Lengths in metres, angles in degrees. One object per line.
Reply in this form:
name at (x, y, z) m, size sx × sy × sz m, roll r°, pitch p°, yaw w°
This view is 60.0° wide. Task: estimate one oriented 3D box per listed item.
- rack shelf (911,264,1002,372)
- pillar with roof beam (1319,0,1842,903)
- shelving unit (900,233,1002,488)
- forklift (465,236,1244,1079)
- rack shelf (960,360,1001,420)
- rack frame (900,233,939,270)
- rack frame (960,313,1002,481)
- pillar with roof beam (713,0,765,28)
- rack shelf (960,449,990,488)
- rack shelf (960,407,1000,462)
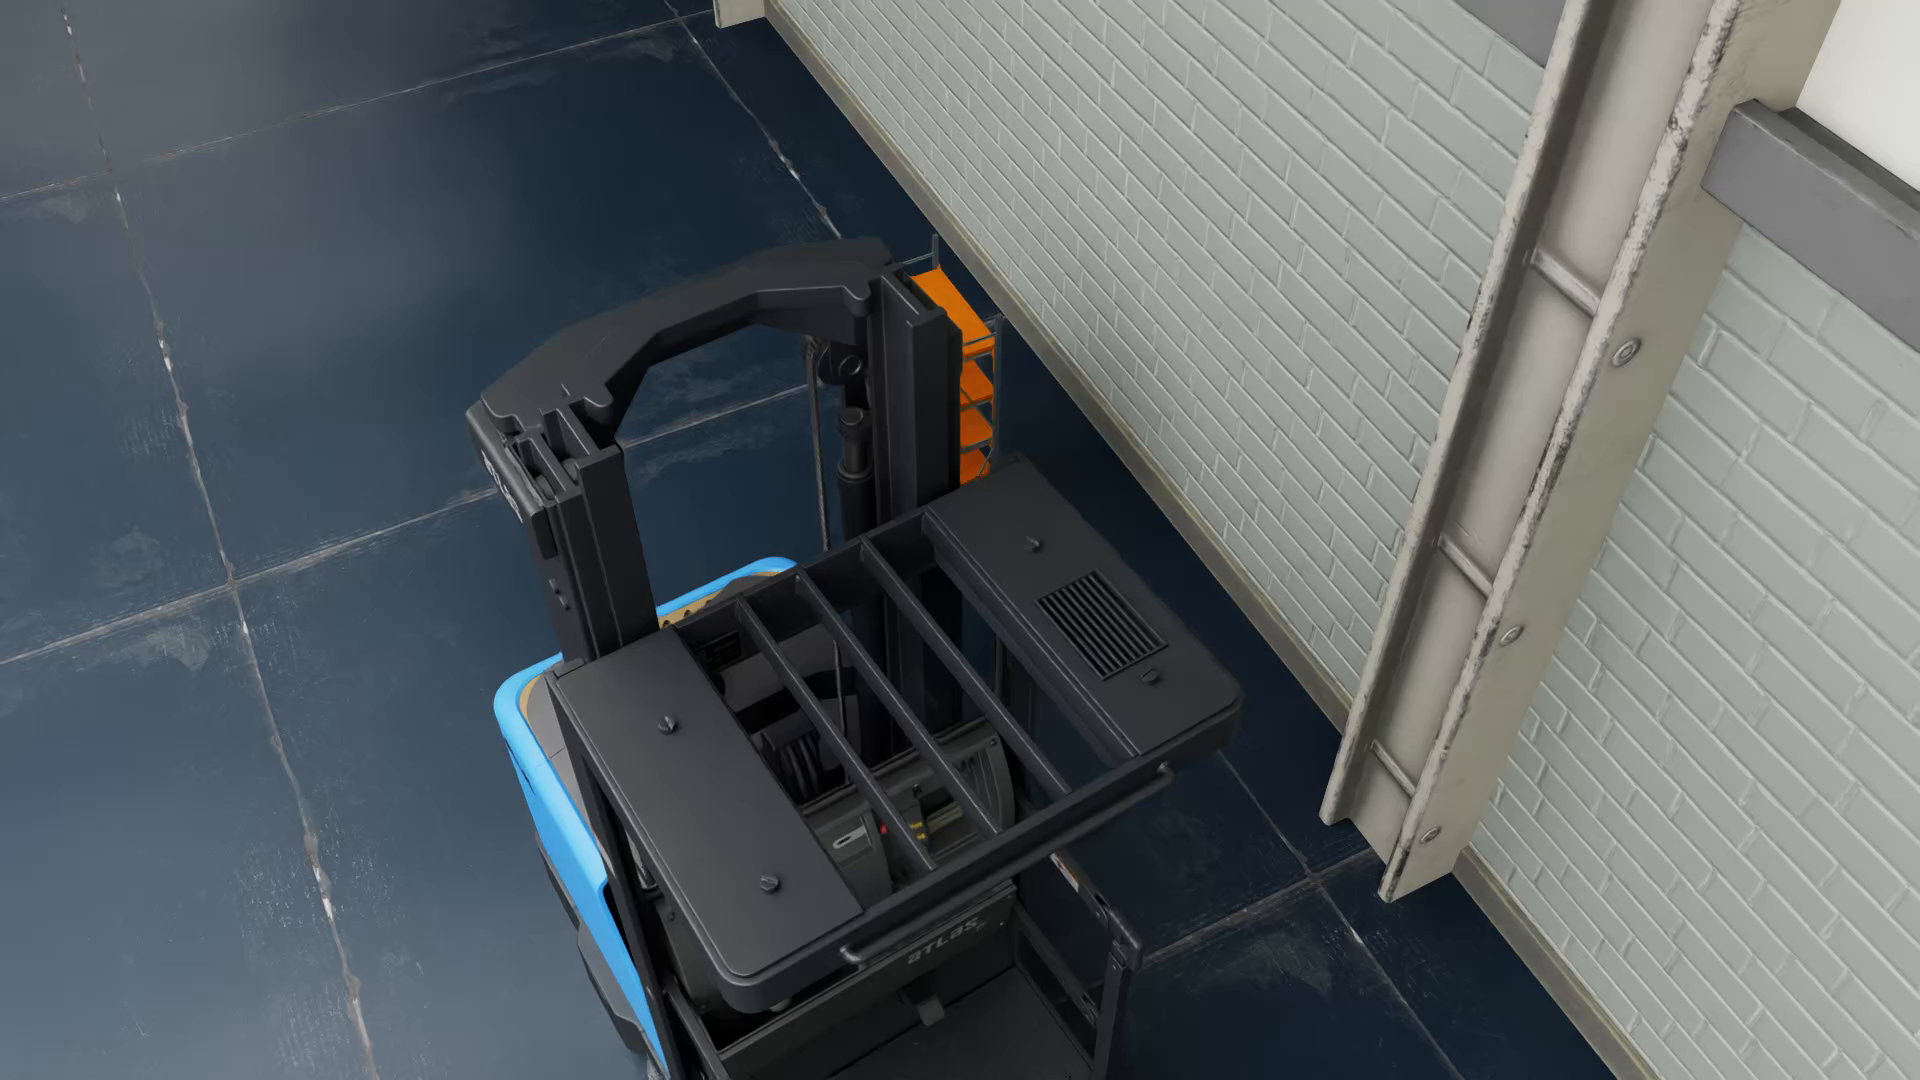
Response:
rack shelf at (-0.076, -0.764, 5.992) m, size 0.258 × 0.148 × 0.480 m, roll -21°, pitch 52°, yaw -18°
pillar with roof beam at (-2.352, -0.445, 1.053) m, size 9.100 × 9.000 × 0.400 m, roll -21°, pitch 52°, yaw -18°
shelving unit at (-0.076, -0.506, 6.288) m, size 0.258 × 1.200 × 0.503 m, roll -21°, pitch 52°, yaw -18°
forklift at (-0.159, 0.900, 3.908) m, size 1.130 × 2.935 × 3.031 m, roll -26°, pitch 54°, yaw -21°
rack shelf at (-0.076, -0.609, 6.170) m, size 0.258 × 0.148 × 0.480 m, roll -21°, pitch 52°, yaw -18°
rack frame at (-0.187, -0.669, 6.431) m, size 0.240 × 1.200 × 0.015 m, roll -21°, pitch 52°, yaw -18°
rack frame at (0.036, -0.342, 6.145) m, size 0.240 × 1.200 × 0.015 m, roll -21°, pitch 52°, yaw -18°
pillar with roof beam at (-5.098, -4.460, 4.565) m, size 9.100 × 9.000 × 0.400 m, roll -21°, pitch 52°, yaw -18°
rack shelf at (-0.076, -0.331, 6.488) m, size 0.258 × 0.148 × 0.480 m, roll -21°, pitch 52°, yaw -18°
rack shelf at (-0.076, -0.462, 6.339) m, size 0.258 × 0.148 × 0.480 m, roll -21°, pitch 52°, yaw -18°
